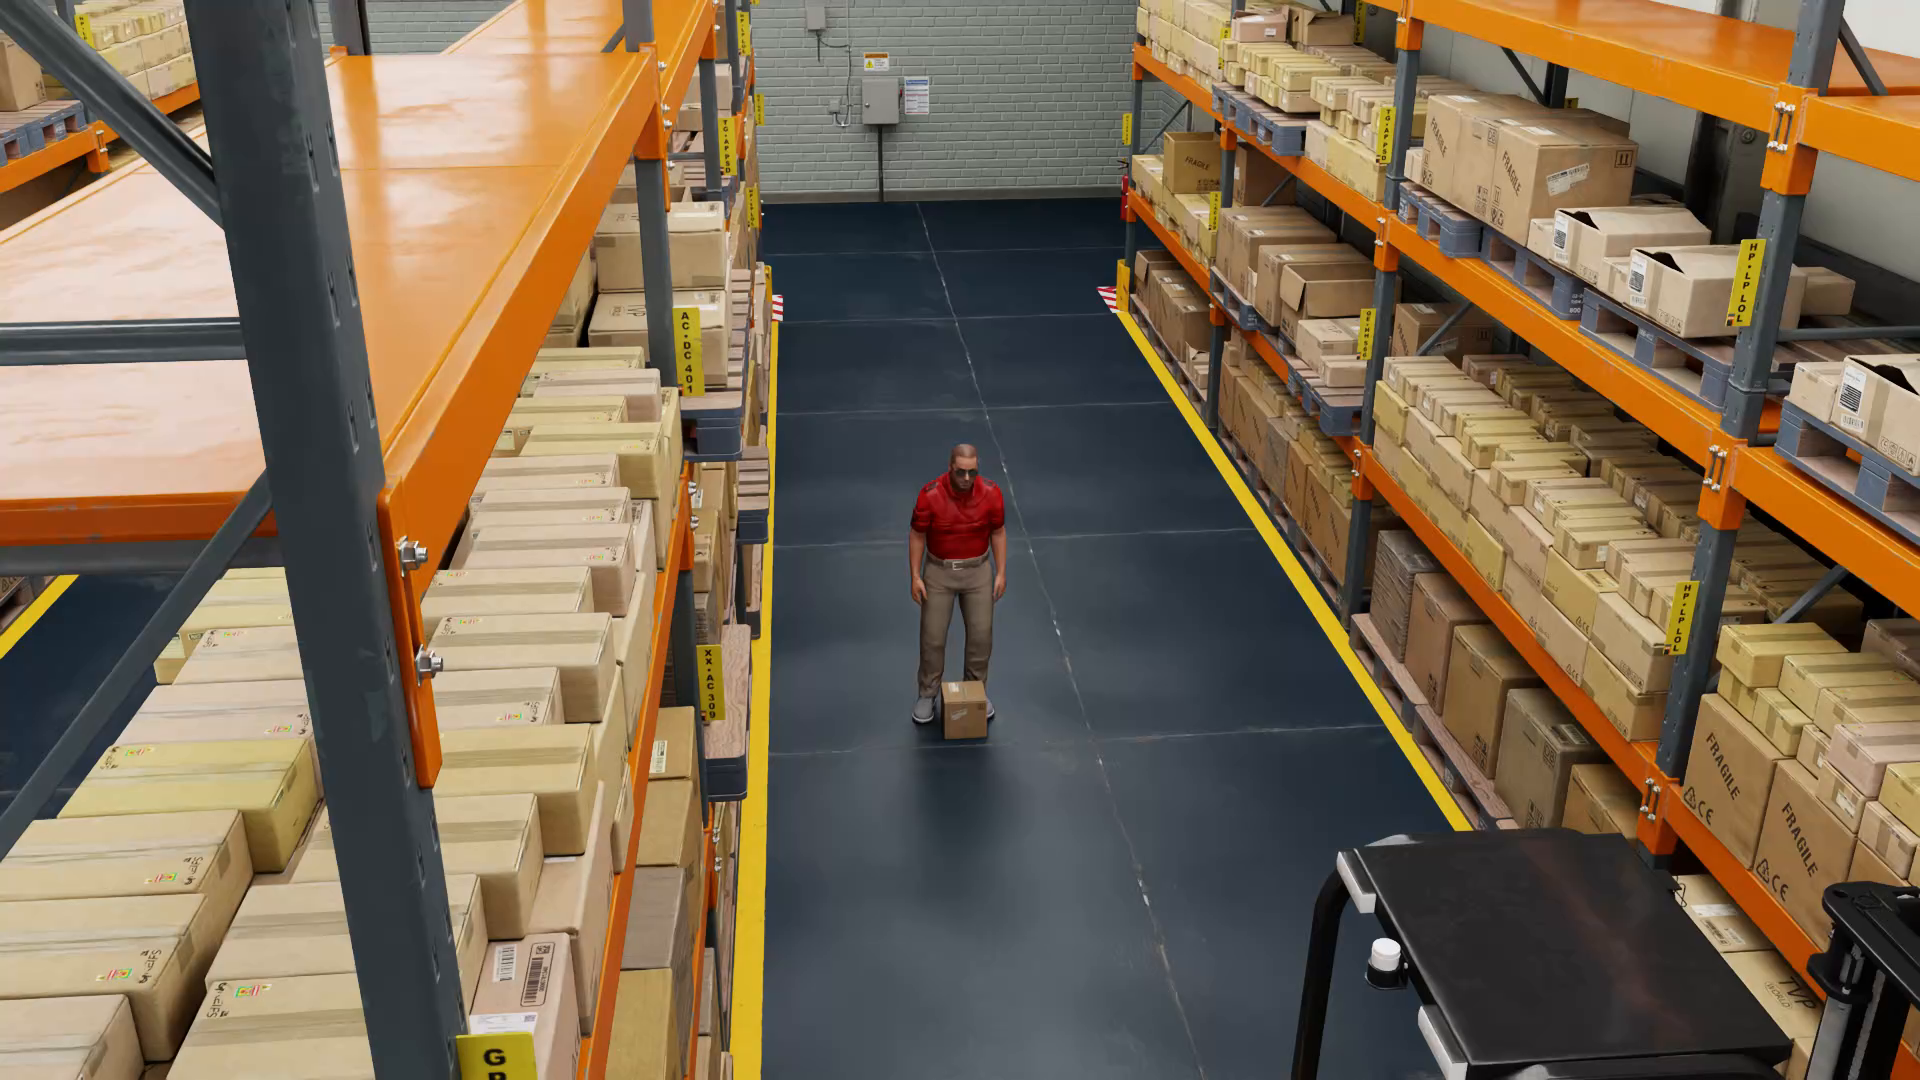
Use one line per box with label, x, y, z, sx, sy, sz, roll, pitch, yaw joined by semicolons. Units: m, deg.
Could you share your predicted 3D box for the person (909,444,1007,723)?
person;-0.010;0.230;9.818;0.589;1.725;0.392;-3;24;-7
